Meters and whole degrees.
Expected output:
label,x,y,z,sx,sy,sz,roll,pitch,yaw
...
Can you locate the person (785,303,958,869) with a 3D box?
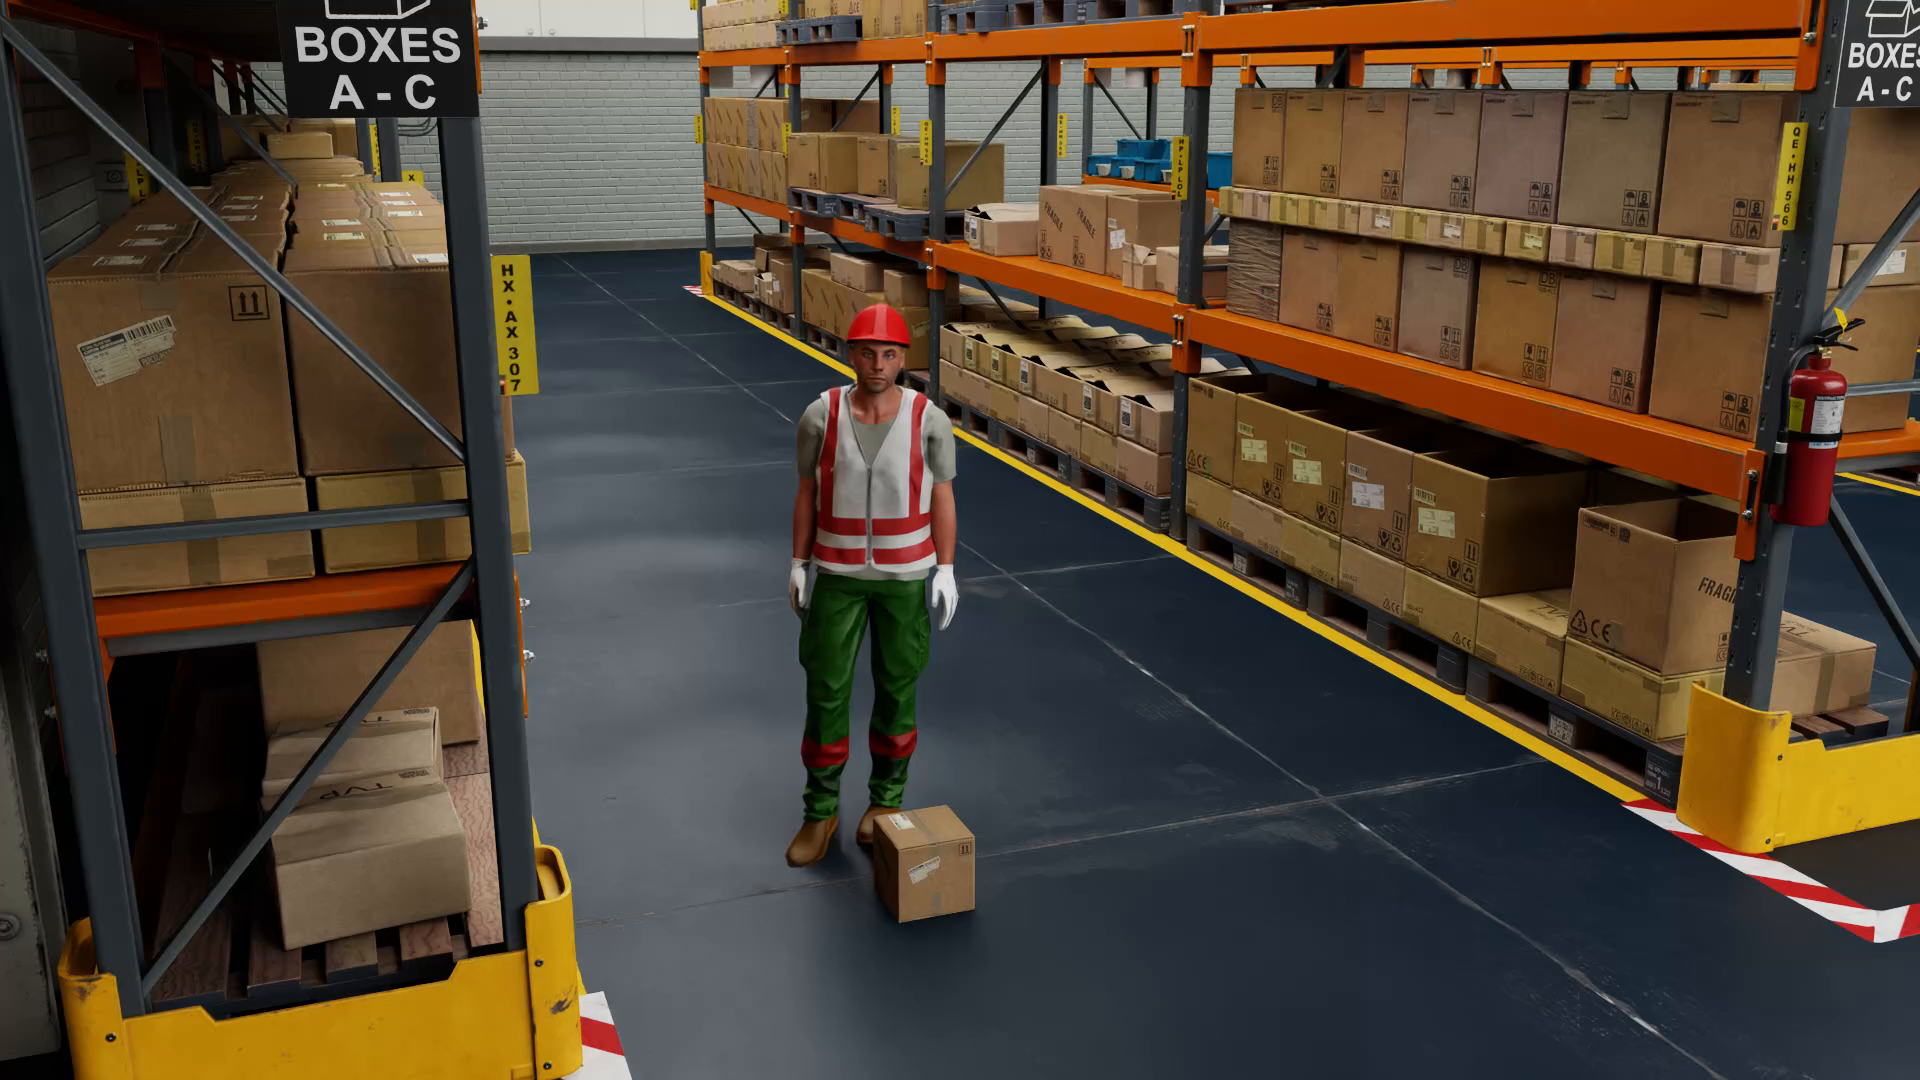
label,x,y,z,sx,sy,sz,roll,pitch,yaw
person,-0.293,0.147,5.428,0.575,1.819,0.478,0,15,0
